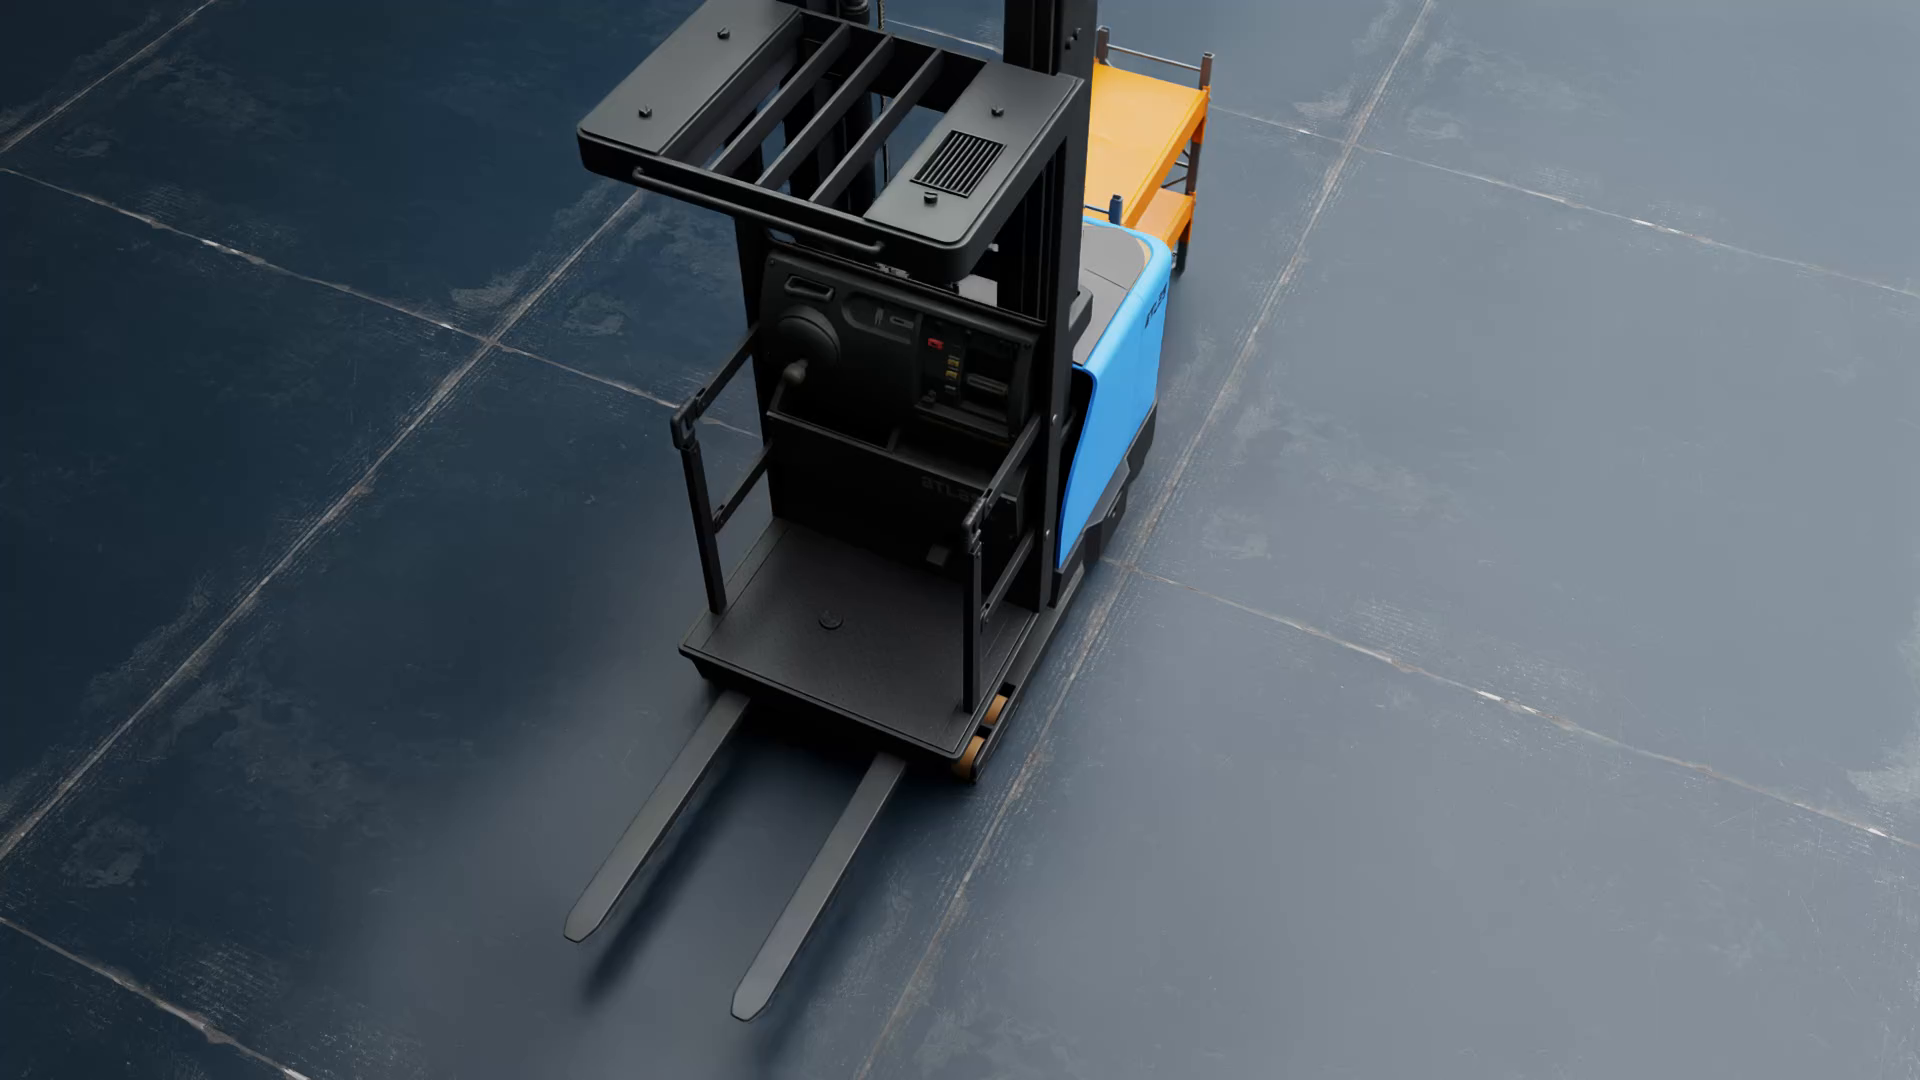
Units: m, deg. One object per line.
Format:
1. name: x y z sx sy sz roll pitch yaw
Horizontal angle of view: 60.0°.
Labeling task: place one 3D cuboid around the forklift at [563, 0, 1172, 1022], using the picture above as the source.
1. forklift: -0.295 -0.496 5.063 1.130 2.935 3.031 20 52 16

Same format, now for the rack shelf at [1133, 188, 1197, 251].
1. rack shelf: 0.590 -1.173 7.146 0.538 0.278 1.000 20 52 16

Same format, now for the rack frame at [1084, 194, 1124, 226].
1. rack frame: 0.375 -0.980 6.661 0.500 1.125 0.032 20 52 16

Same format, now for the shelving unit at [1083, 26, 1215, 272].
1. shelving unit: 0.590 -1.331 6.959 0.538 1.125 1.048 20 52 16

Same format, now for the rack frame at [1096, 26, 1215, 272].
1. rack frame: 0.804 -1.682 7.258 0.500 1.125 0.032 20 52 16

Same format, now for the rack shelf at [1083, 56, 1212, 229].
1. rack shelf: 0.590 -1.521 6.736 0.538 0.278 1.000 20 52 16
